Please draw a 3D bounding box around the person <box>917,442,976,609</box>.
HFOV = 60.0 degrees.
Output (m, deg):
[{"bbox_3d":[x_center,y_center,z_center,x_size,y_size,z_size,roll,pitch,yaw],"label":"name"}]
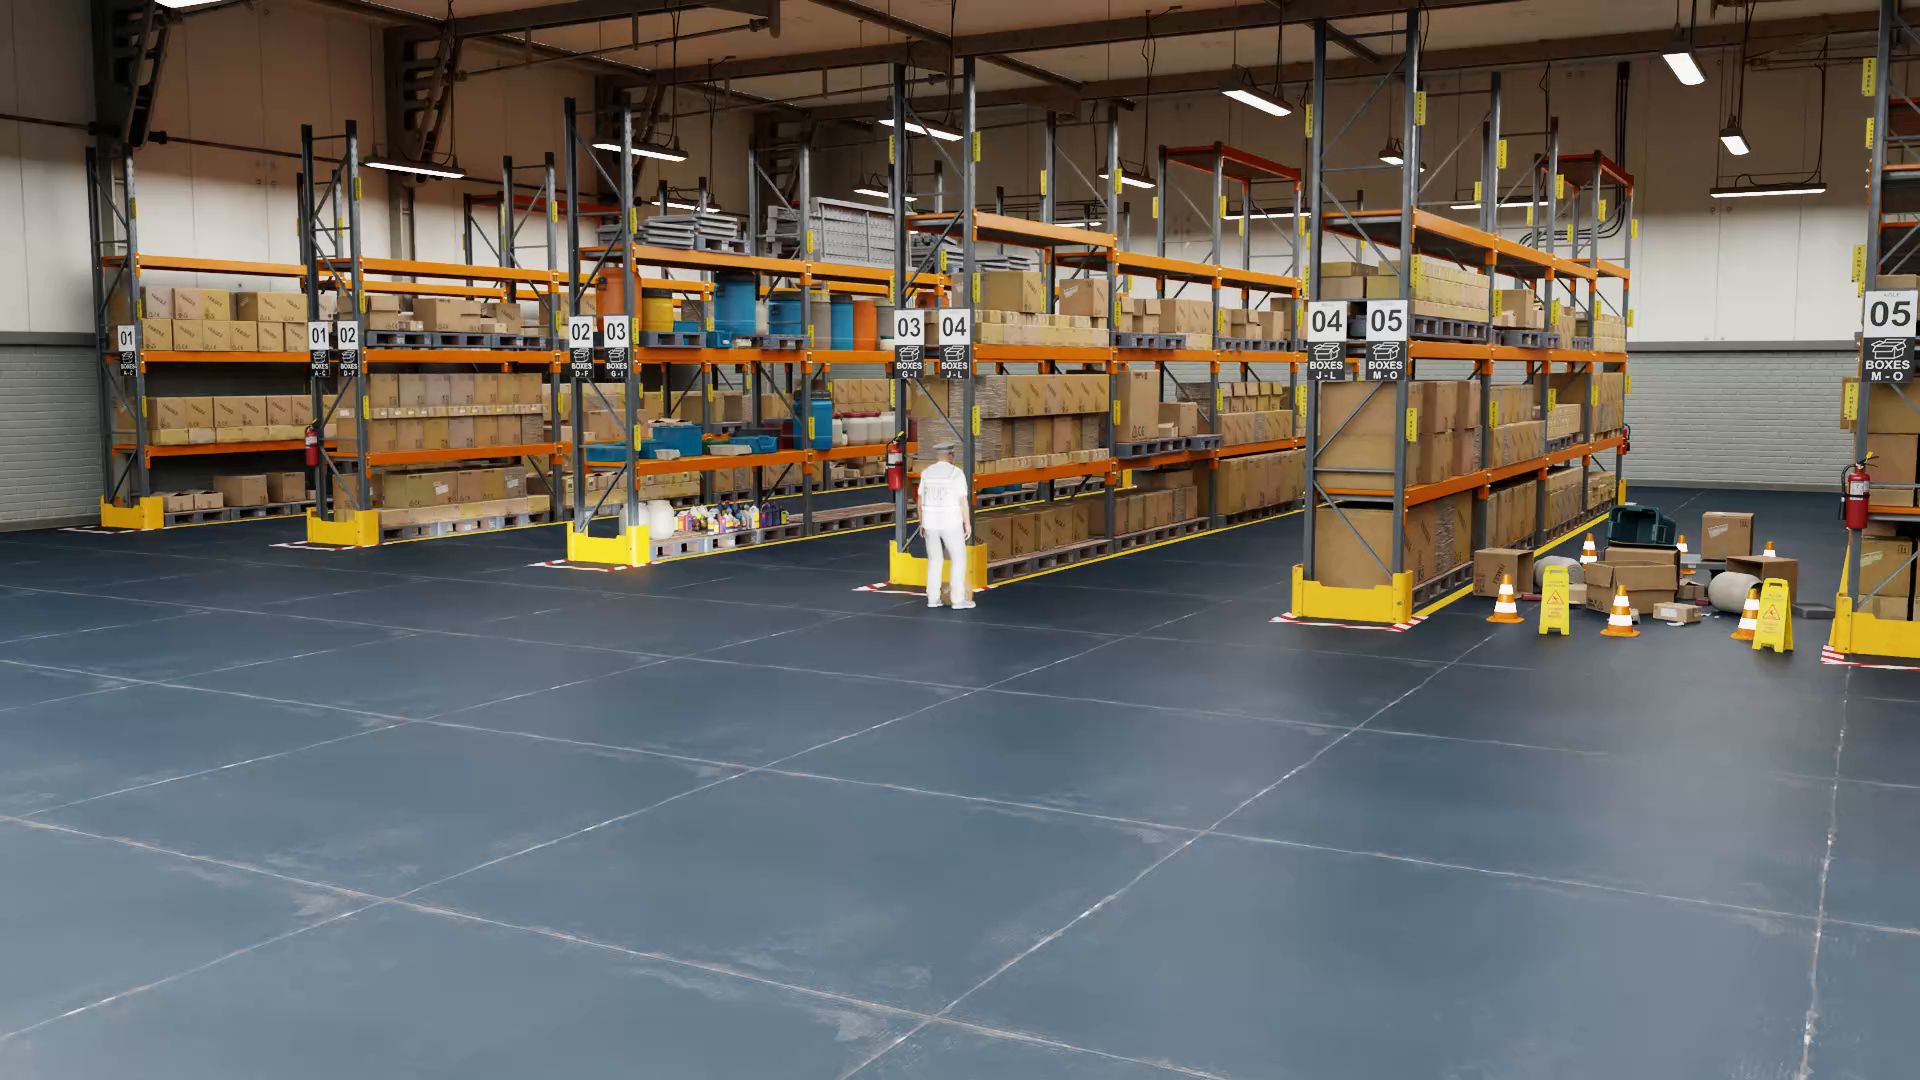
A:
[{"bbox_3d":[-0.169,-0.153,17.578,0.604,1.747,0.437,3,6,25],"label":"person"}]
